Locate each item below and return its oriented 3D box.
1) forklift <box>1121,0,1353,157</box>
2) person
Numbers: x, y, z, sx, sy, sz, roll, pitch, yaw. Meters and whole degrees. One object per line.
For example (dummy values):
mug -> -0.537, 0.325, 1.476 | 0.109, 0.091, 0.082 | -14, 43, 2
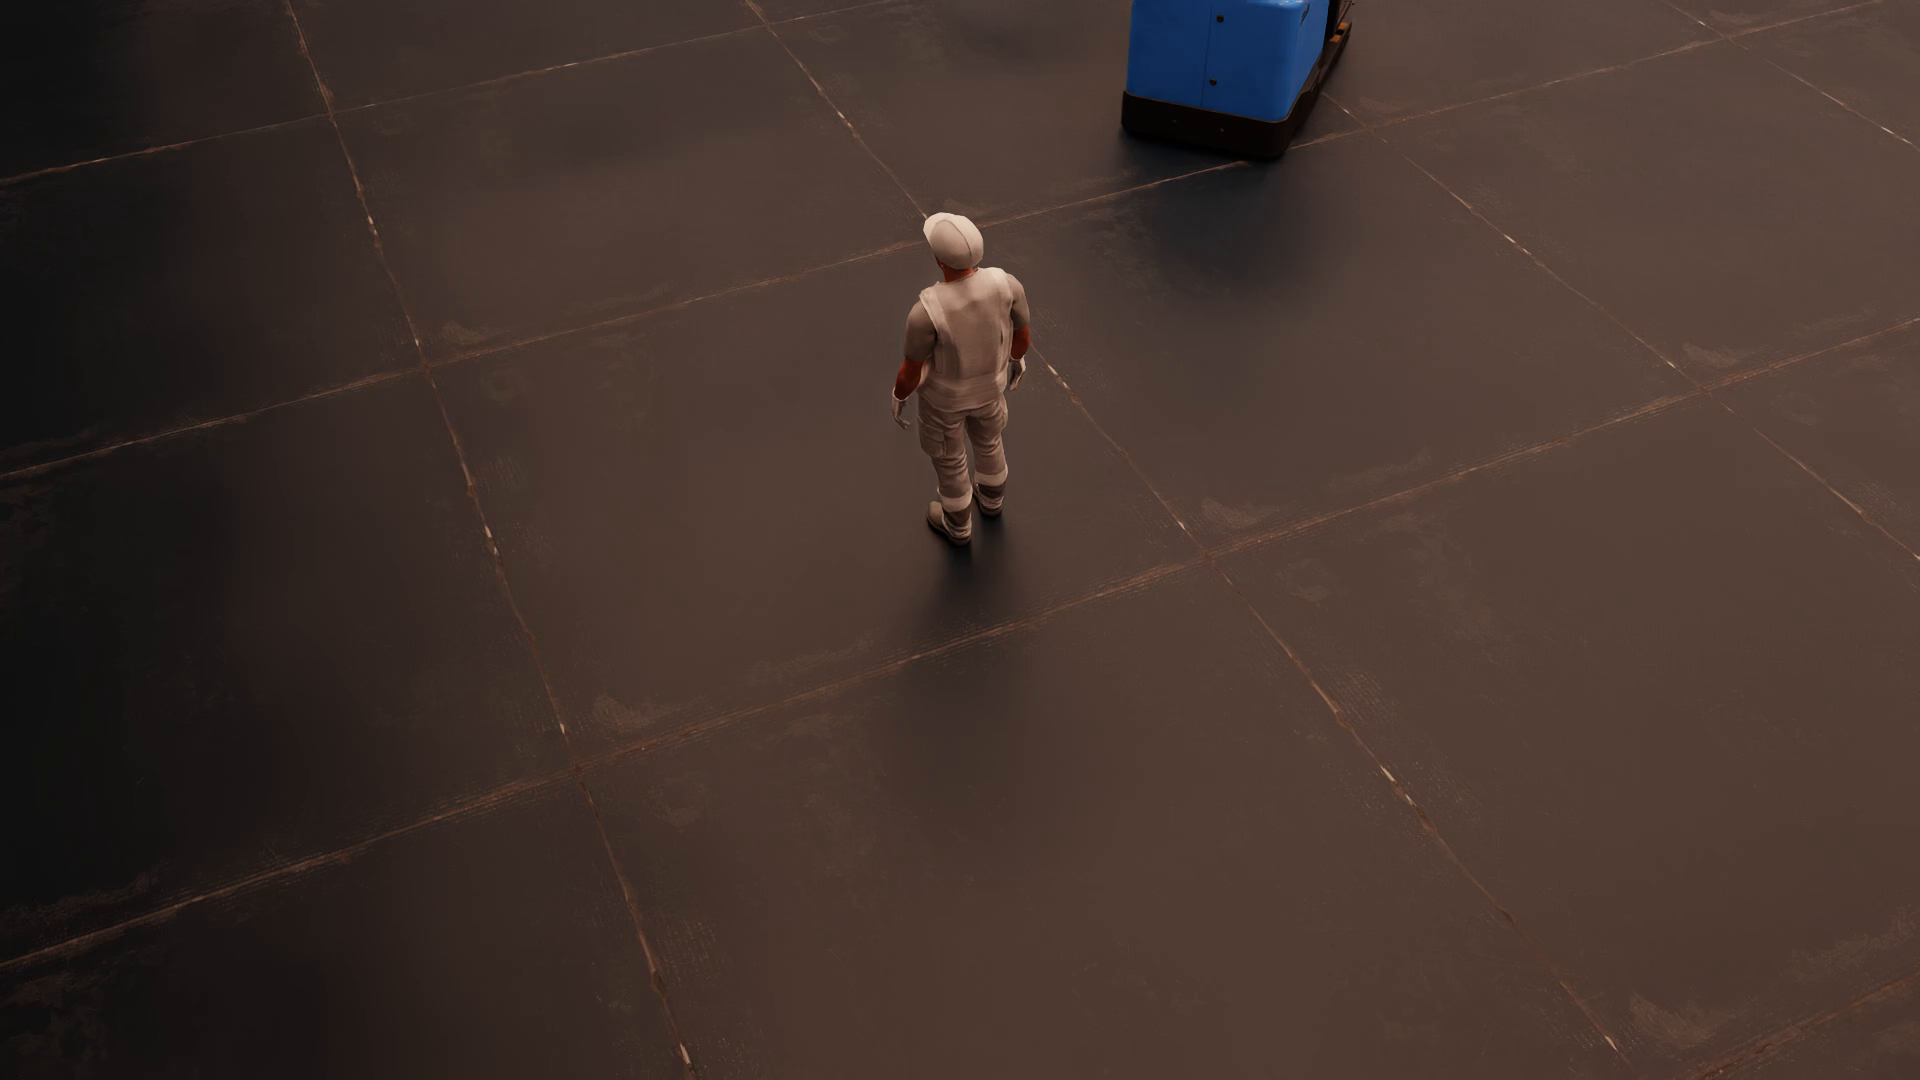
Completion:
forklift -> 2.050, -4.447, 10.445 | 1.130, 2.935, 3.031 | 16, 45, 16
person -> -0.022, -0.713, 7.270 | 0.637, 1.787, 0.564 | -18, 46, -18
